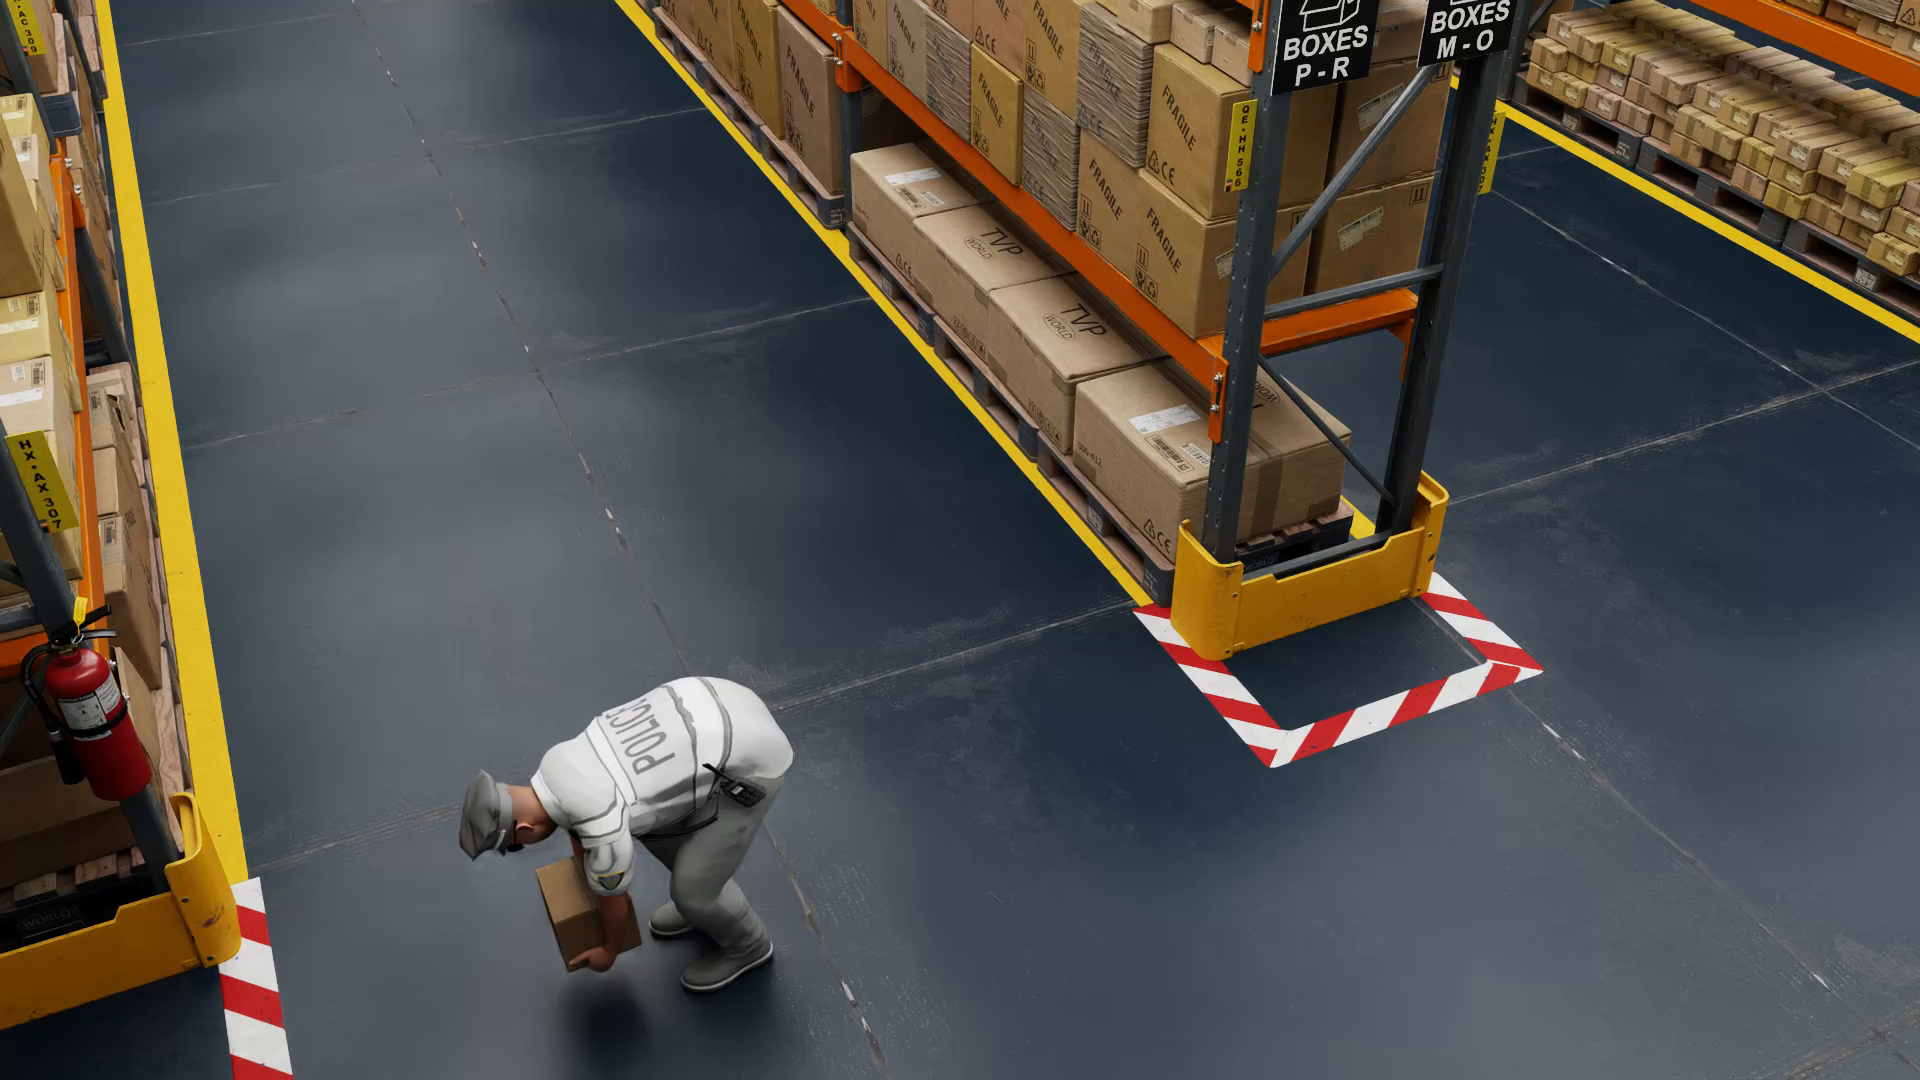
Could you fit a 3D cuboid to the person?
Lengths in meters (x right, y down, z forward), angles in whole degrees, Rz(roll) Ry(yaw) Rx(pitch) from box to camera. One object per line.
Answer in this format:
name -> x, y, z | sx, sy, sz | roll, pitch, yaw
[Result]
person -> -1.038, 1.009, 5.358 | 1.045, 1.091, 0.501 | -17, 40, -22
